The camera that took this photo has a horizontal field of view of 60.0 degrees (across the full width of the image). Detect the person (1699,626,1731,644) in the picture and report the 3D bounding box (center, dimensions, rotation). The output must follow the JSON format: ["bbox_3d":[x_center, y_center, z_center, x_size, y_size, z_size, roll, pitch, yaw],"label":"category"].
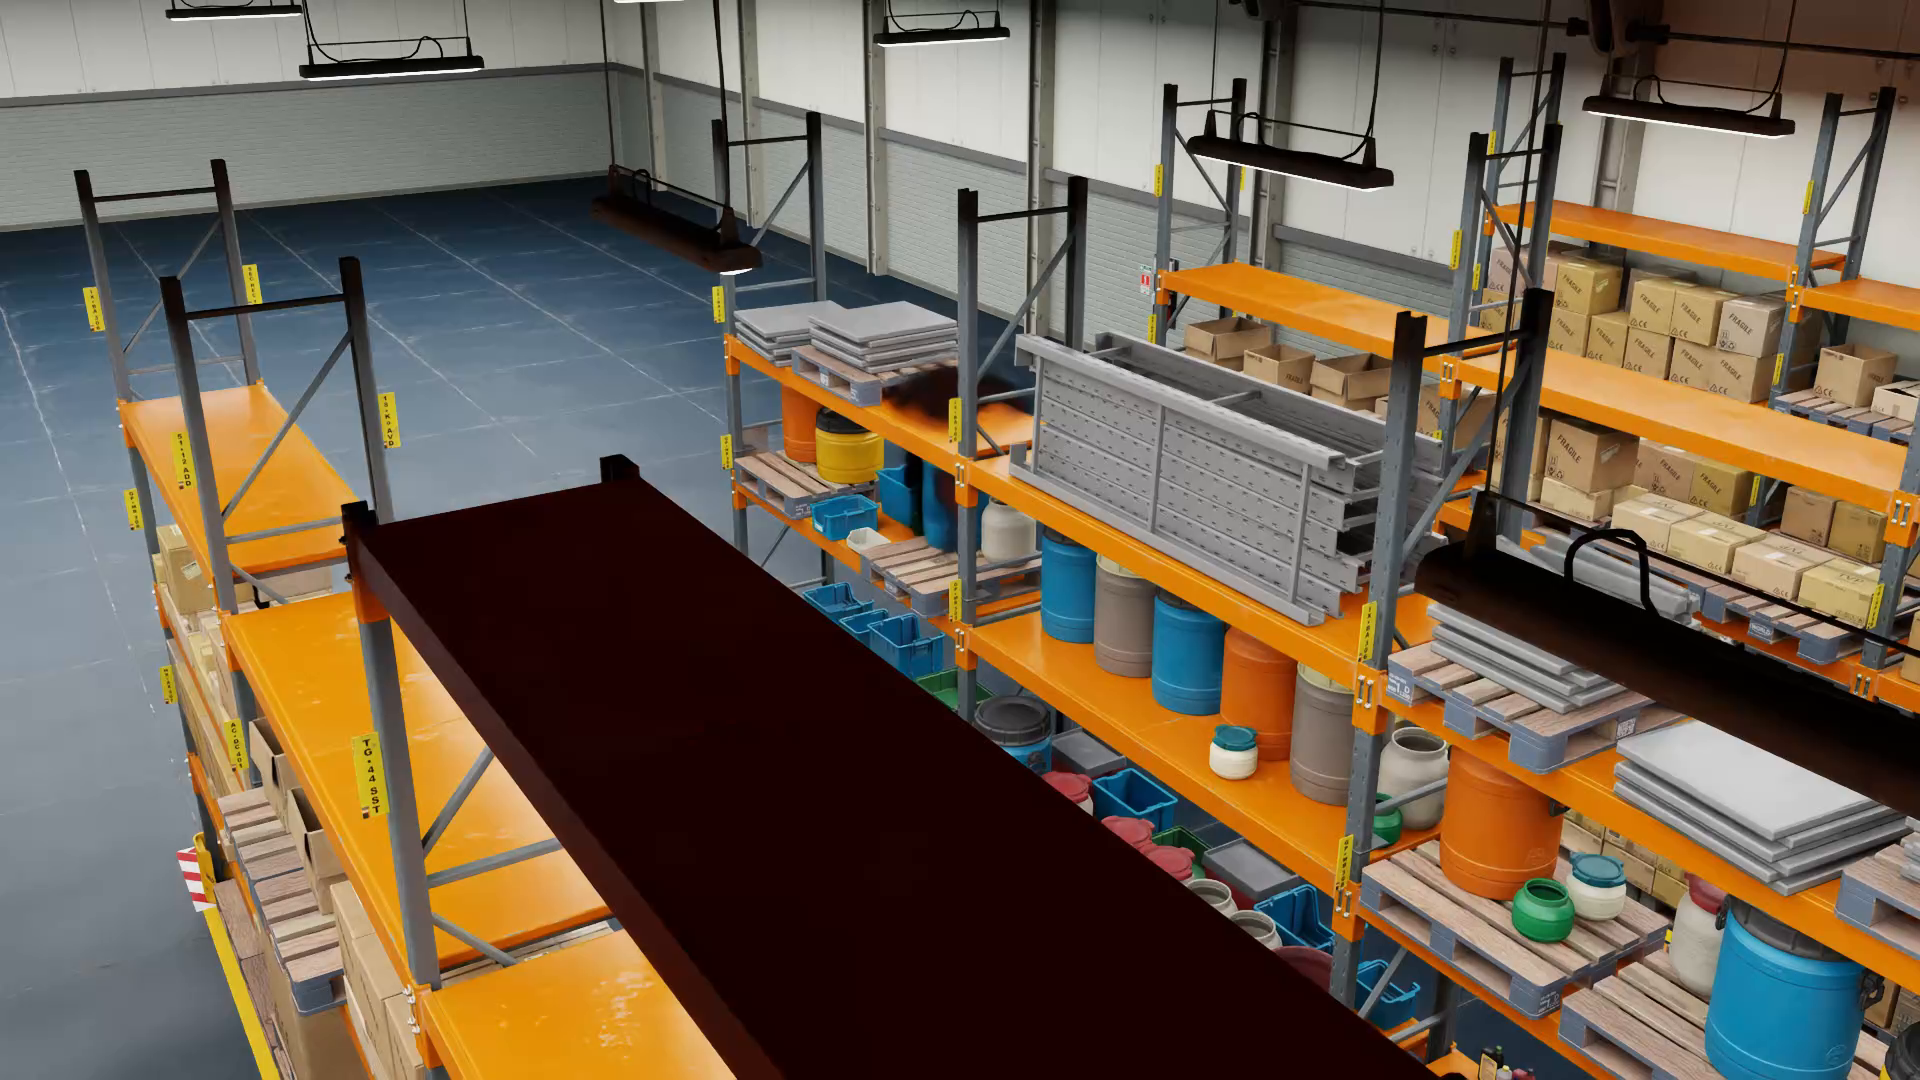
[{"bbox_3d":[7.218,1.253,16.107,0.618,1.708,0.574,14,26,31],"label":"person"}]
